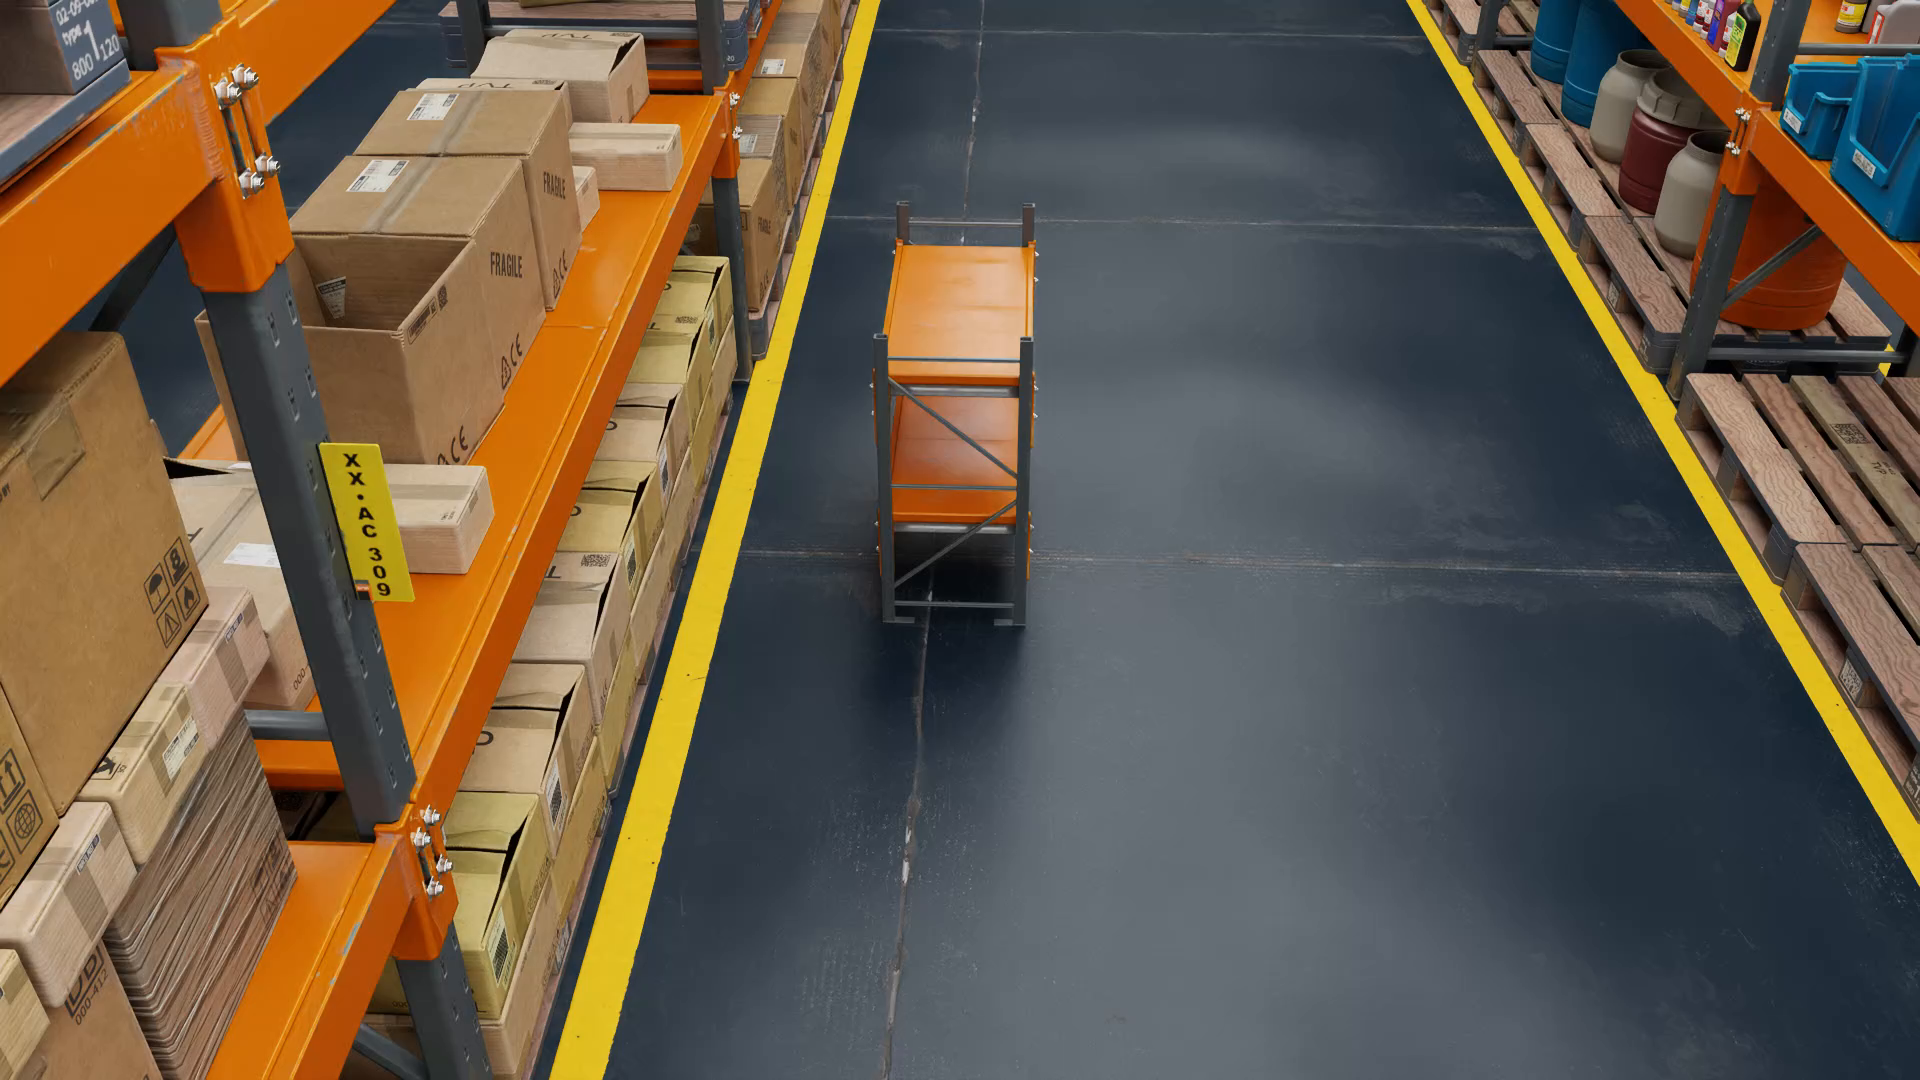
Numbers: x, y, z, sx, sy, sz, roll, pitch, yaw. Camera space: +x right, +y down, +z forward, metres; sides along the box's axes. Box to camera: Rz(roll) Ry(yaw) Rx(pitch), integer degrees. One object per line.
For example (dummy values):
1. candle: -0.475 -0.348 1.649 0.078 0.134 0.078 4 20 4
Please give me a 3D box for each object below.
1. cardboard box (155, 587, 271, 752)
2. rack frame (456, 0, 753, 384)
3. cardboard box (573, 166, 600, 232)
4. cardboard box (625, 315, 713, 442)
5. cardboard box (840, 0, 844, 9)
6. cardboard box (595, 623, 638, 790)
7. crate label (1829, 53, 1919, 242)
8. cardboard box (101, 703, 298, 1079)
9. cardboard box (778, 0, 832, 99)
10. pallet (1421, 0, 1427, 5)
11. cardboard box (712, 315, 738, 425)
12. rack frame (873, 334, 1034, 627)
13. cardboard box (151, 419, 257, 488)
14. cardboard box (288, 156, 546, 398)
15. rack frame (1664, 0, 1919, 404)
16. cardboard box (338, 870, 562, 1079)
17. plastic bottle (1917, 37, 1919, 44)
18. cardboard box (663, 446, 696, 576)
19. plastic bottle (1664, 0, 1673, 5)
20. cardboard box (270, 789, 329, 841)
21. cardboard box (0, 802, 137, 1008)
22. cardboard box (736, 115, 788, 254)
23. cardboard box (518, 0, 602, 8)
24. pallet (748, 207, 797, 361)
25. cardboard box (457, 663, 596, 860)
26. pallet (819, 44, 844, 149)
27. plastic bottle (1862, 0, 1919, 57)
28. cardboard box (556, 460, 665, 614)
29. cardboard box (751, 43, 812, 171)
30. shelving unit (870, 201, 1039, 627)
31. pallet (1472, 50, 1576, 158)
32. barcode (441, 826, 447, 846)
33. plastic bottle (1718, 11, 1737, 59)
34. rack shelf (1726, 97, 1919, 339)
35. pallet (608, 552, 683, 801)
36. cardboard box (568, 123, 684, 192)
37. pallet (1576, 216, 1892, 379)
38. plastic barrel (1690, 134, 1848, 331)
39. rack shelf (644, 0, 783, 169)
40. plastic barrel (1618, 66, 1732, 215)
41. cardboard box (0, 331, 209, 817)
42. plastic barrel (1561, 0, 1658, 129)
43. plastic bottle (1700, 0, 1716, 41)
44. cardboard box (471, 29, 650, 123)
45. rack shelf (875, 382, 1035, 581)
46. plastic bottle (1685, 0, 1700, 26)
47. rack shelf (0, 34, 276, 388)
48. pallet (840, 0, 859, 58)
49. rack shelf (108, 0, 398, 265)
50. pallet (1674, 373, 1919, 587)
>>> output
1. cardboard box: -1.368 0.203 2.701 0.380 0.149 0.250 1 35 2
2. rack frame: -1.410 -1.950 6.415 1.000 3.000 0.127 1 35 2
3. cardboard box: -1.405 -1.113 5.443 0.380 0.149 0.250 4 35 5
4. cardboard box: -1.200 -0.620 6.063 0.500 0.311 0.500 1 35 1
5. cardboard box: -1.017 -3.564 10.668 0.500 0.311 0.500 1 35 2
6. cardboard box: -1.267 0.484 4.978 0.500 0.250 0.500 0 35 0
7. crate label: 3.229 -1.283 5.436 0.502 0.435 0.616 1 35 2
8. cardboard box: -1.582 0.563 2.754 0.700 0.500 0.500 0 35 1
9. cardboard box: -1.011 -2.831 9.461 0.500 0.500 0.500 1 35 2
10. pallet: 3.737 -4.116 11.924 1.003 0.211 1.213 1 35 2
11. cardboard box: -1.188 -0.688 6.647 0.500 0.250 0.500 2 35 3
12. rack frame: -0.020 -0.172 5.517 0.500 1.125 0.032 1 35 2
13. cardboard box: -1.719 -0.106 3.909 0.396 0.266 0.258 1 35 1
14. cardboard box: -1.482 -0.724 4.584 0.500 0.500 0.500 1 35 2
15. rack frame: 3.539 -1.833 6.249 1.000 3.000 0.127 1 35 2
16. cardboard box: -1.307 1.076 4.137 0.500 0.250 0.500 1 35 1
17. plastic bottle: 3.879 -2.023 6.628 0.152 0.276 0.135 1 35 2
18. cardboard box: -1.228 -0.103 5.815 0.500 0.250 0.500 2 35 3
19. plastic bottle: 3.181 -2.472 7.332 0.097 0.201 0.097 0 35 0
20. cardboard box: -1.841 0.833 3.994 0.500 0.311 0.500 1 35 2
21. cardboard box: -1.388 0.496 2.284 0.380 0.149 0.250 0 35 1
22. cardboard box: -1.091 -1.663 7.798 0.500 0.500 0.500 0 35 0
23. cardboard box: -1.498 -2.527 6.784 0.700 0.500 0.500 -10 36 -14
24. pallet: -1.342 -1.237 7.826 1.003 0.211 1.213 1 35 2
25. cardboard box: -1.280 0.553 4.393 0.500 0.311 0.500 1 35 1
26. pallet: -1.244 -2.639 9.821 1.003 0.211 1.213 1 35 2
27. plastic bottle: 3.727 -2.027 6.633 0.152 0.276 0.135 1 35 2
28. cardboard box: -1.245 -0.043 5.240 0.500 0.311 0.500 2 35 3
29. cardboard box: -1.050 -2.251 8.635 0.500 0.500 0.500 0 35 0
30. shelving unit: 0.000 -0.464 5.932 0.538 1.125 1.048 1 35 2
31. pallet: 3.627 -2.548 9.692 1.003 0.211 1.213 1 35 2
32. barcode: -1.145 0.661 3.656 0.001 0.075 0.075 1 35 2
33. plastic bottle: 3.152 -2.060 6.745 0.097 0.201 0.097 0 35 0
34. rack shelf: 3.459 -0.390 4.821 1.077 0.370 4.000 1 35 2
35. pallet: -1.534 0.362 5.551 1.003 0.211 1.213 1 35 2
36. cardboard box: -1.170 -1.324 5.743 0.380 0.149 0.250 1 35 2
37. pallet: 3.529 -1.146 7.697 1.003 0.211 1.213 1 35 2
38. plastic barrel: 3.542 -1.398 7.153 0.600 0.830 0.708 1 35 2
39. rack shelf: -1.330 -2.804 8.257 1.077 0.370 4.000 1 35 2
40. plastic barrel: 3.587 -1.949 8.146 0.600 0.588 0.708 1 35 2
41. cardboard box: -1.582 0.032 2.381 0.700 0.500 0.500 1 35 2
42. plastic barrel: 3.632 -2.725 8.979 0.600 0.901 0.708 1 35 2
43. plastic bottle: 3.161 -2.192 6.934 0.097 0.201 0.097 0 35 0
44. cardboard box: -1.468 -1.705 6.145 0.500 0.311 0.500 3 35 5
45. rack shelf: 0.000 -0.264 6.073 0.538 0.278 1.000 1 35 2
46. plastic bottle: 3.169 -2.333 7.073 0.097 0.271 0.097 0 35 0
47. rack shelf: -1.651 0.565 0.855 1.077 0.370 4.000 1 35 2
48. pallet: -1.221 -3.501 11.049 1.003 0.211 1.213 1 35 2
49. rack shelf: -1.491 -1.733 4.125 1.077 0.370 4.000 1 35 2
50. pallet: 3.469 -0.248 6.419 1.003 0.211 1.213 1 35 2
